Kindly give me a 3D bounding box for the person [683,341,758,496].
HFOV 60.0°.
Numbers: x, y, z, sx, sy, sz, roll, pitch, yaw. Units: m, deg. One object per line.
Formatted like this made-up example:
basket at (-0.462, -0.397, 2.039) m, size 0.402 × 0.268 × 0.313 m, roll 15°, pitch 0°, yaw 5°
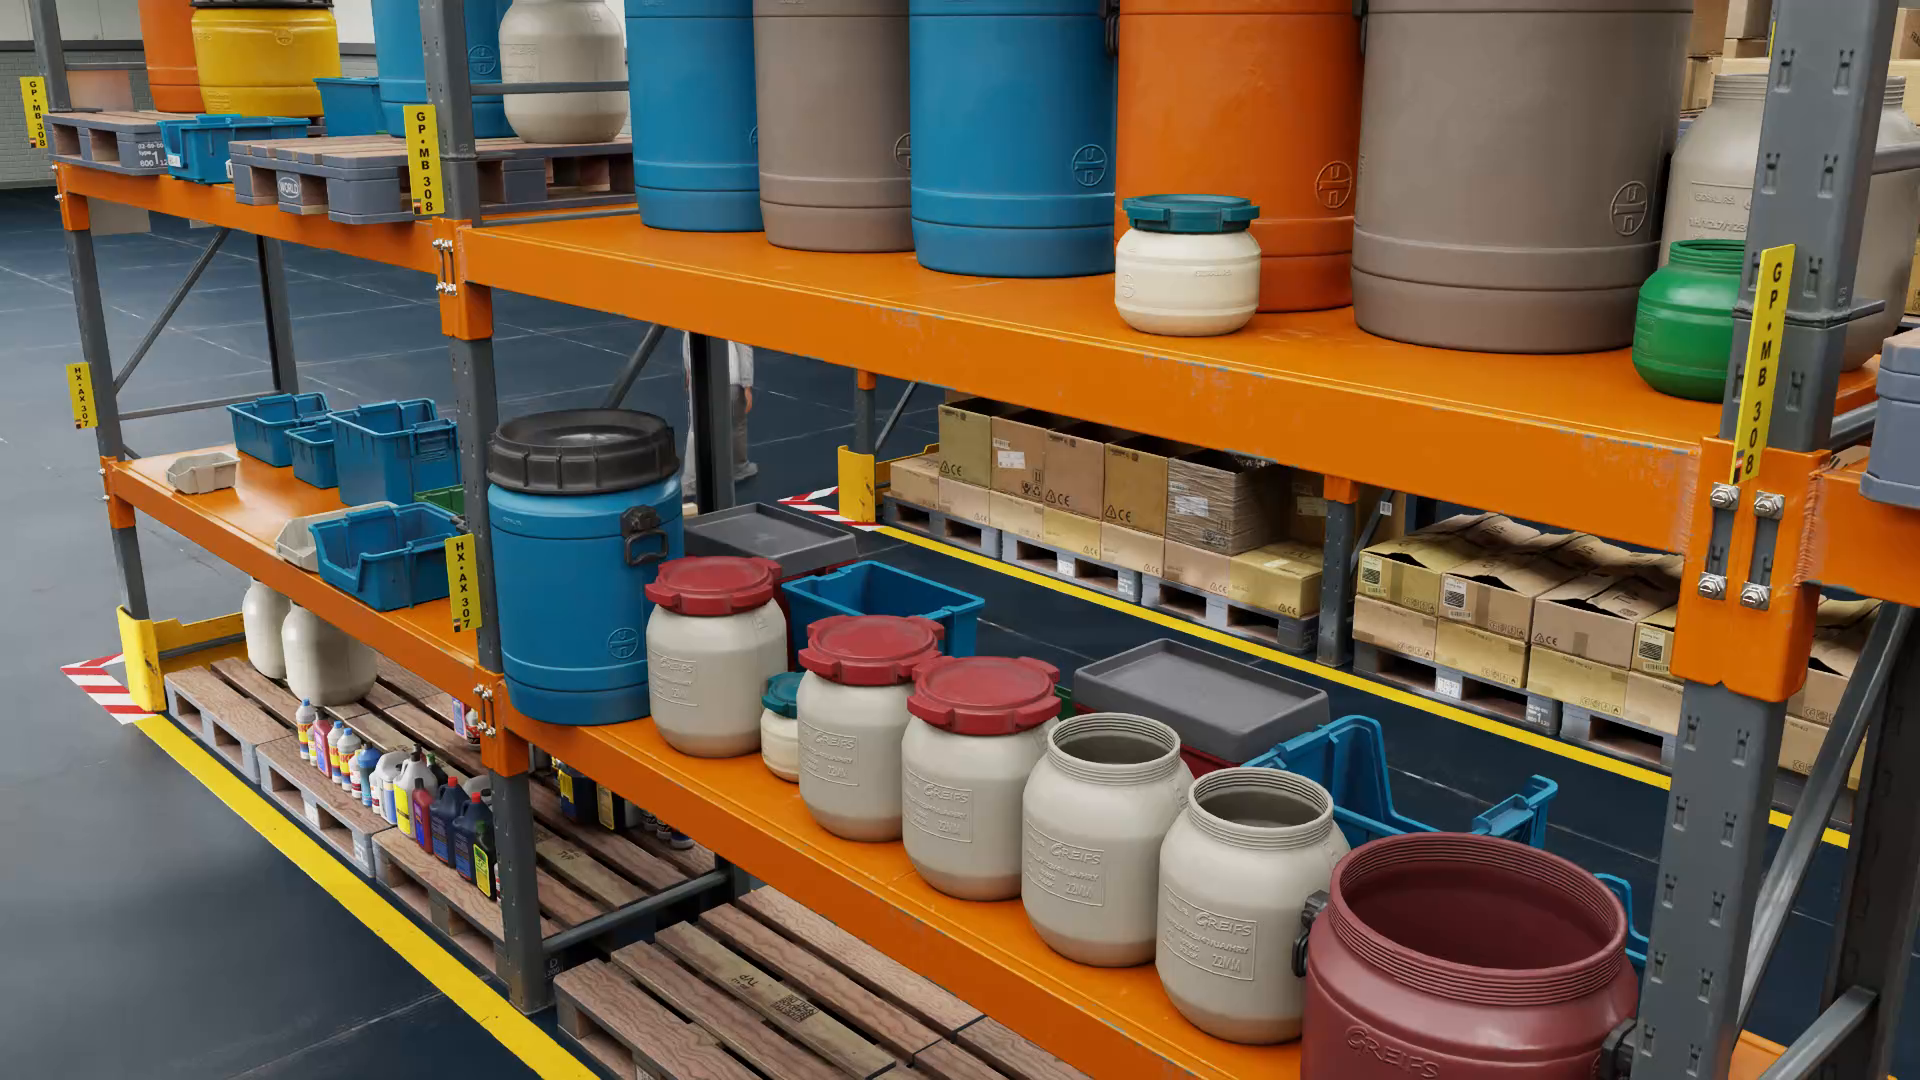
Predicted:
person at (-1.778, -1.215, 12.449) m, size 0.480 × 1.716 × 0.999 m, roll 3°, pitch 17°, yaw 10°
